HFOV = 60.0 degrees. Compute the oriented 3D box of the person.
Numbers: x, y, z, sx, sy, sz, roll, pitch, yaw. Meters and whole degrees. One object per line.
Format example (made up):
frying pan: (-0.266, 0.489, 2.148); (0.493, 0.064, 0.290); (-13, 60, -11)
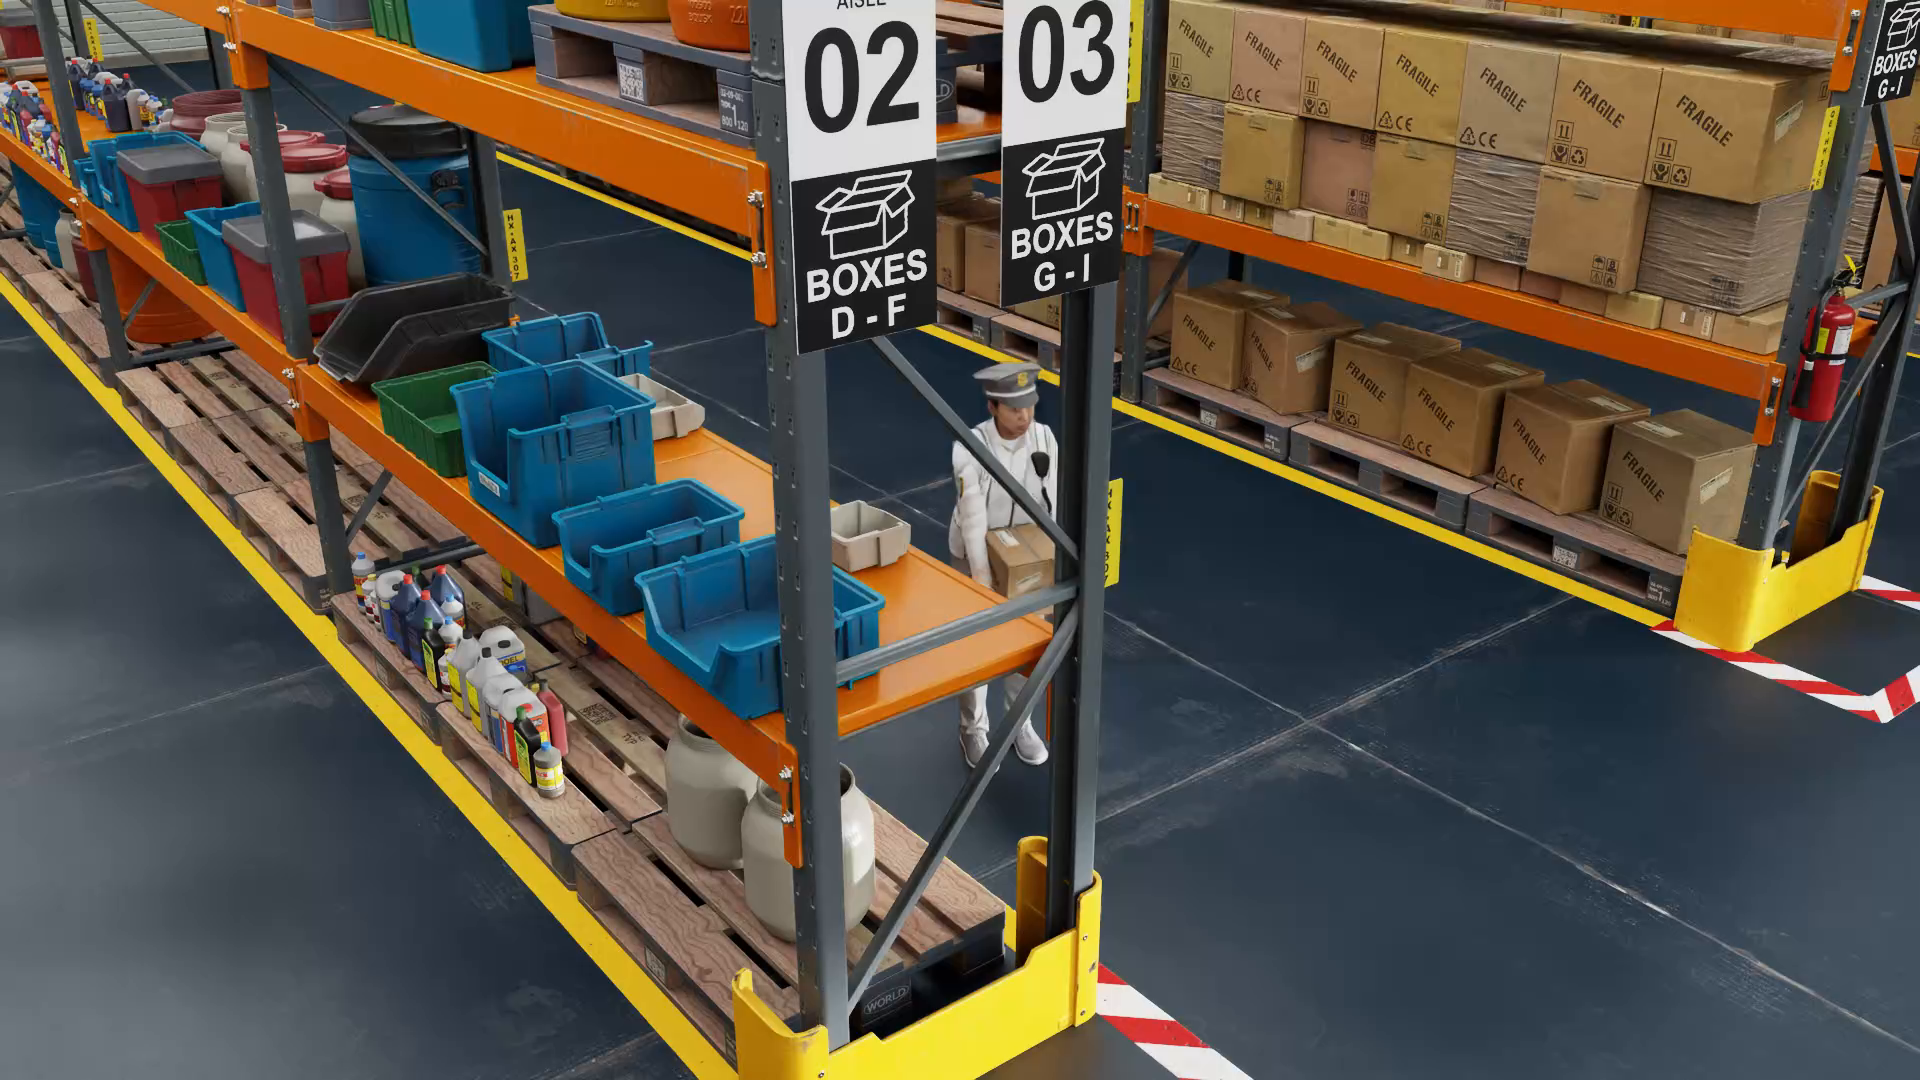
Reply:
person: (0.186, 0.112, 6.372); (0.414, 1.667, 0.542); (-9, 26, -18)
